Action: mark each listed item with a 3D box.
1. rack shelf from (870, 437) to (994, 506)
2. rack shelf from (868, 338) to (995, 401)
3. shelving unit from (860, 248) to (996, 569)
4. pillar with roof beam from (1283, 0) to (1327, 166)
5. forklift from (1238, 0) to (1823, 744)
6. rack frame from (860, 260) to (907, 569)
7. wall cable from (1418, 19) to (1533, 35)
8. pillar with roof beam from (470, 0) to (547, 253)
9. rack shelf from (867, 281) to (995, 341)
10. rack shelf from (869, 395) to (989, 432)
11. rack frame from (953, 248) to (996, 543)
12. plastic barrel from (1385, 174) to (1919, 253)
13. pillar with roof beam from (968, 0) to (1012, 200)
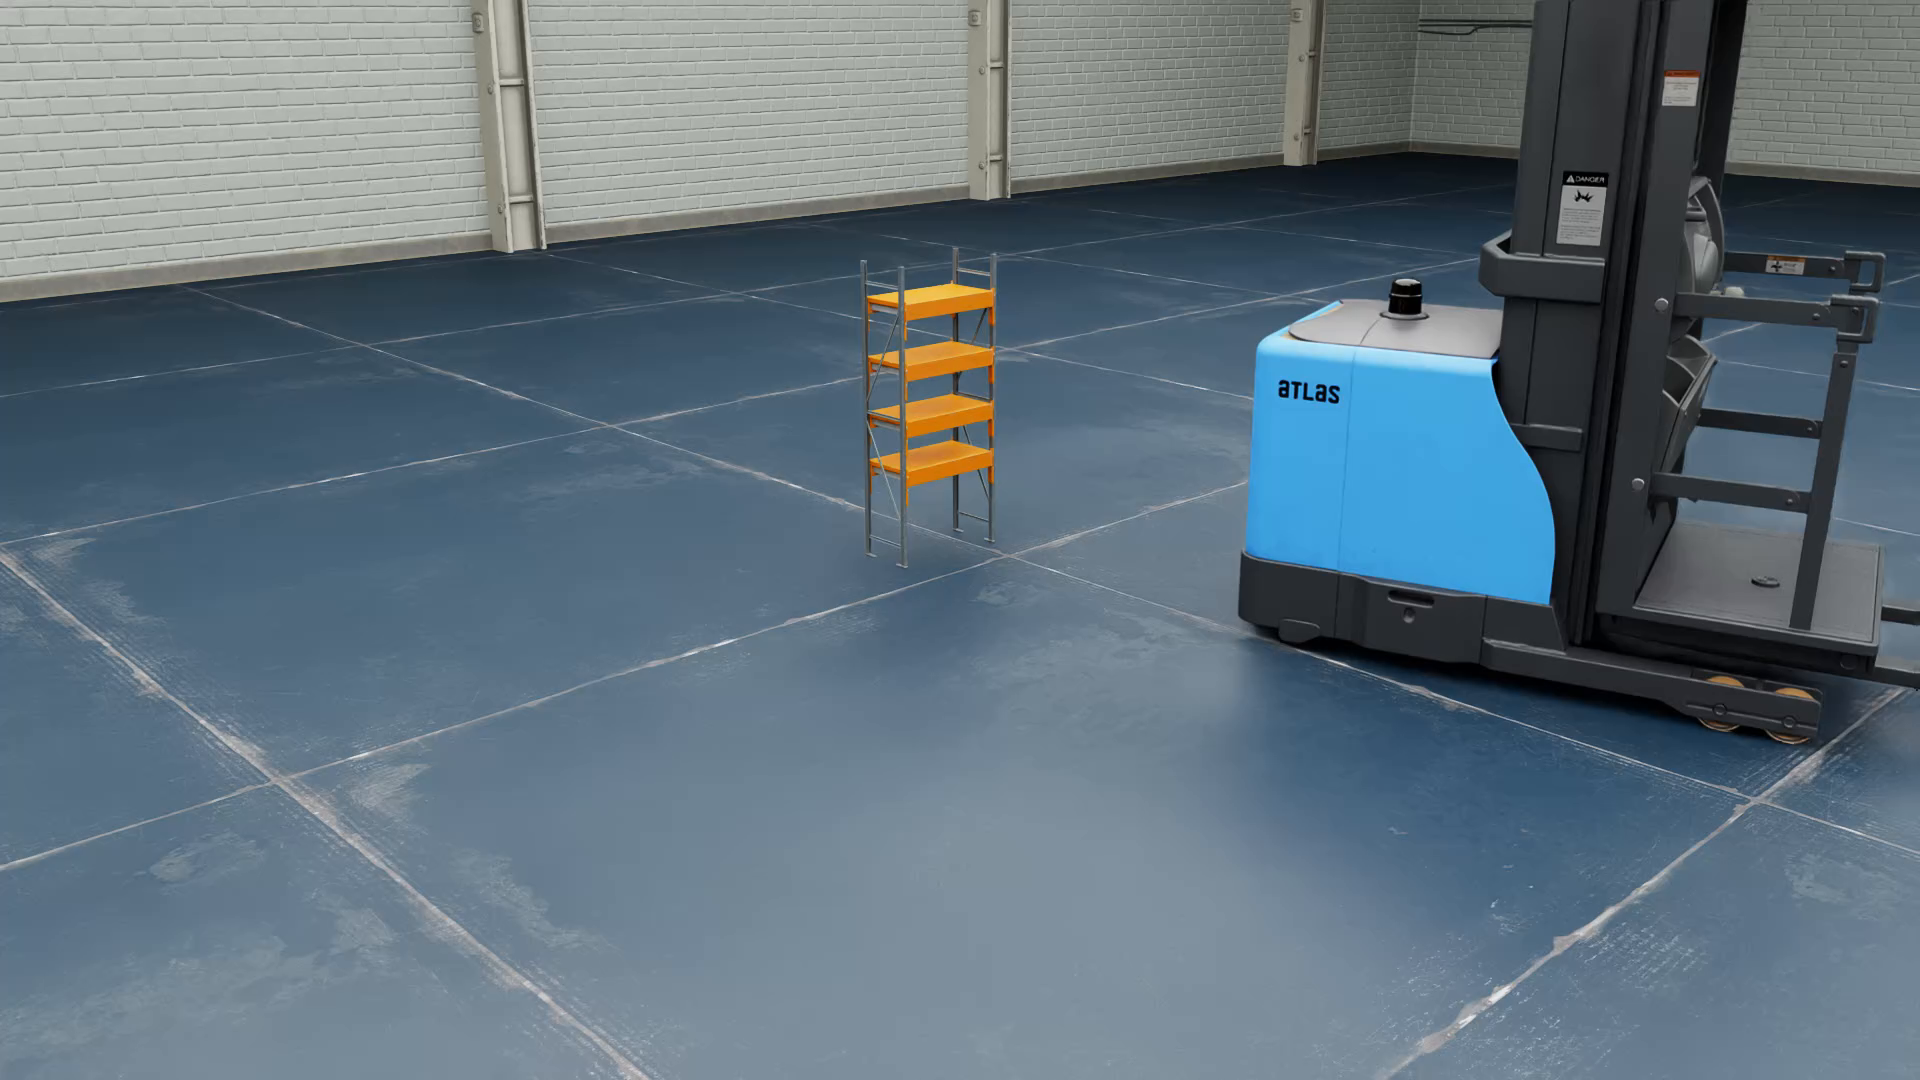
[{"bbox_3d":[-0.120,-0.283,6.773,0.480,0.148,0.258,-16,24,-41],"label":"rack shelf"},{"bbox_3d":[-0.120,-0.684,6.643,0.480,0.148,0.258,-16,24,-41],"label":"rack shelf"},{"bbox_3d":[-0.120,-0.536,6.691,0.503,1.200,0.258,-16,24,-41],"label":"shelving unit"},{"bbox_3d":[7.653,-8.517,18.663,0.400,9.000,9.100,-16,24,-41],"label":"pillar with roof beam"},{"bbox_3d":[2.053,-1.011,5.453,1.939,2.867,1.129,10,20,27],"label":"forklift"},{"bbox_3d":[-0.298,-0.484,6.532,0.015,1.200,0.240,-16,24,-41],"label":"rack frame"},{"bbox_3d":[7.745,-8.333,23.129,0.112,2.526,3.097,-16,24,-41],"label":"wall cable"},{"bbox_3d":[-1.066,-5.974,10.821,0.400,9.000,9.100,-16,24,-41],"label":"pillar with roof beam"},{"bbox_3d":[-0.120,-0.909,6.570,0.480,0.148,0.258,-16,24,-41],"label":"rack shelf"},{"bbox_3d":[-0.120,-0.509,6.700,0.457,0.050,0.221,-16,24,-41],"label":"rack shelf"},{"bbox_3d":[0.057,-0.587,6.851,0.015,1.200,0.240,-16,24,-41],"label":"rack frame"},{"bbox_3d":[1.336,-0.769,3.357,38.471,3.701,17.930,-16,24,-41],"label":"plastic barrel"},{"bbox_3d":[3.294,-7.246,14.742,0.400,9.000,9.100,-16,24,-41],"label":"pillar with roof beam"}]
